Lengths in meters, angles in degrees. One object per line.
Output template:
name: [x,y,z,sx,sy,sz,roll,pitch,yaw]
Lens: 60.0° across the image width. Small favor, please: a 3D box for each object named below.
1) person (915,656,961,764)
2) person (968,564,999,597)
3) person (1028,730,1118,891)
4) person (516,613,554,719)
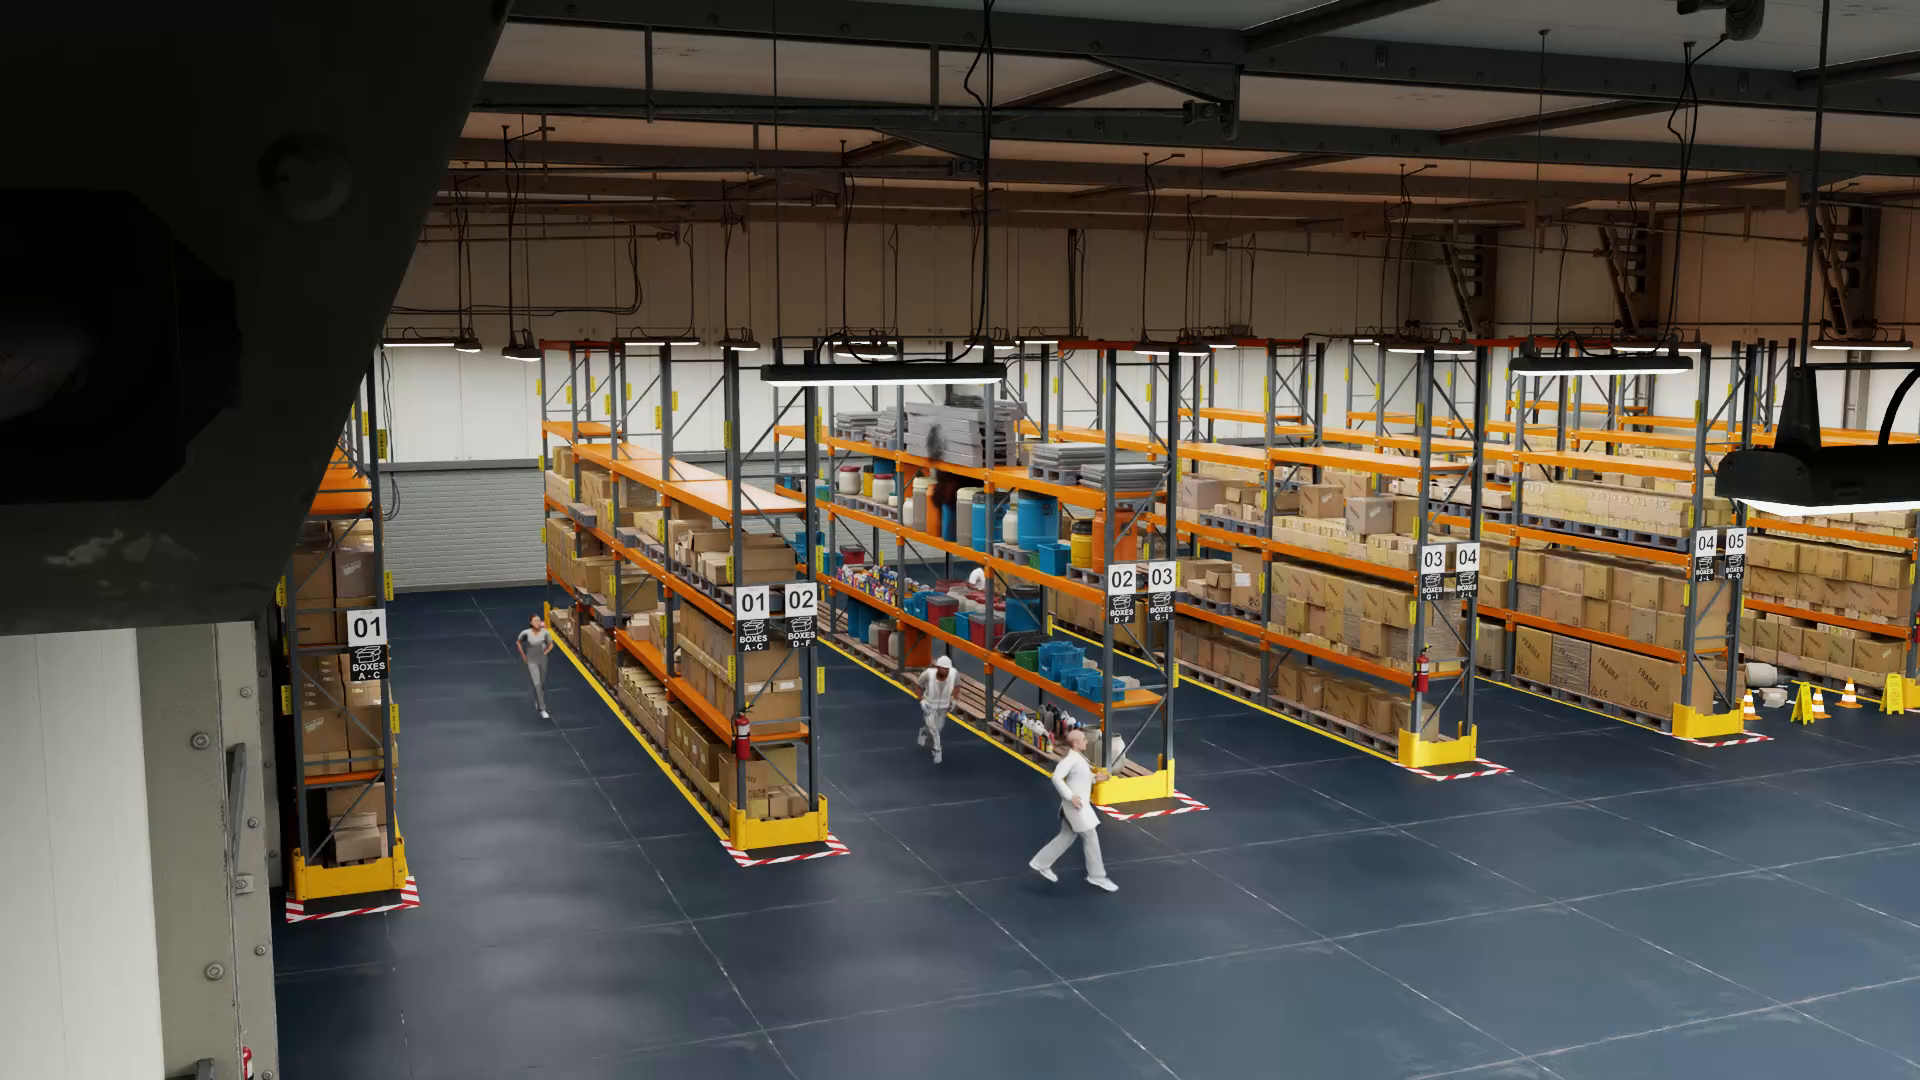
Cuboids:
person: [-0.358,2.413,24.210,0.687,1.613,1.079,-3,8,-20]
person: [0.468,1.162,33.105,0.725,1.769,0.824,-5,9,-36]
person: [1.277,3.045,18.657,1.008,1.768,0.700,0,7,0]
person: [-6.866,2.000,26.949,0.574,1.666,0.869,-4,8,-26]
